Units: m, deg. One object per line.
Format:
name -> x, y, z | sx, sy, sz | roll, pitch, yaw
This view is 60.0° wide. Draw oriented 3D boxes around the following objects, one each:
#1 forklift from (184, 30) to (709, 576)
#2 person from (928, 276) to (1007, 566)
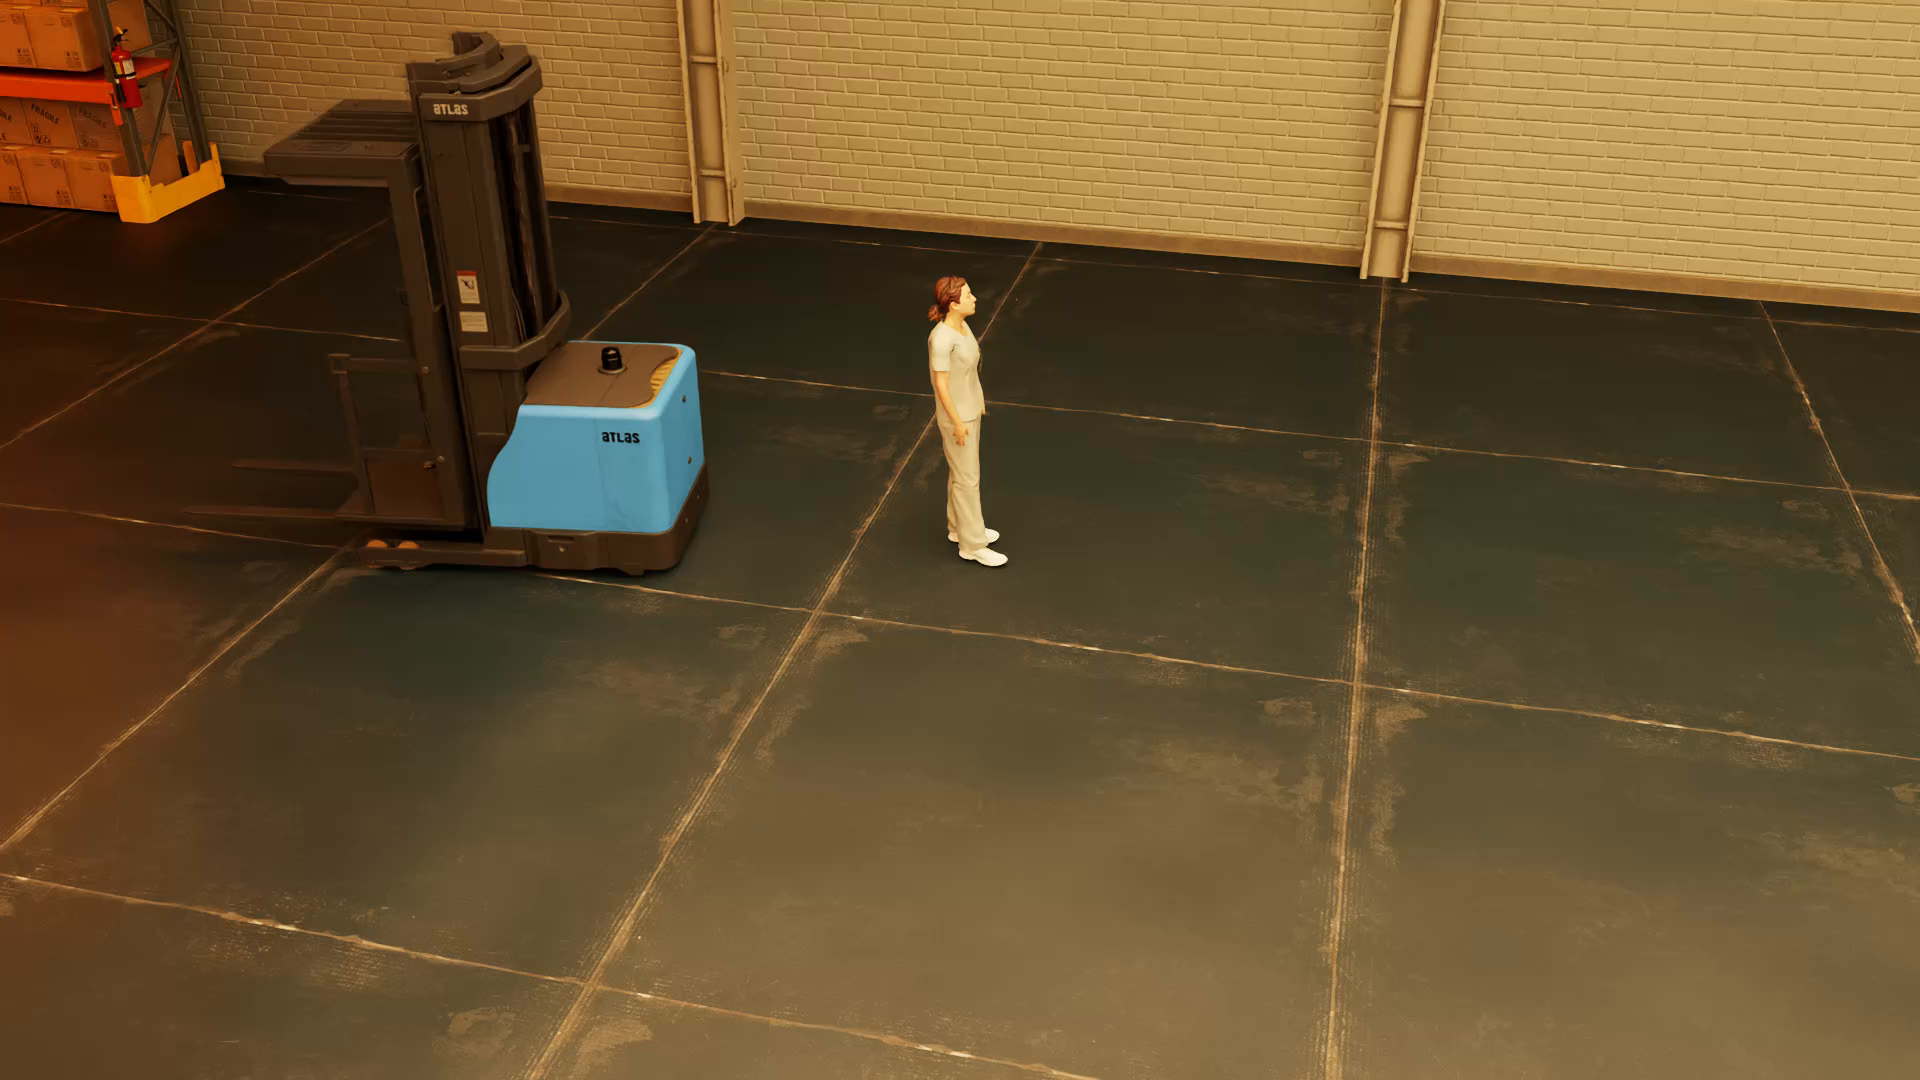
forklift -> -3.129, -1.353, 9.558 | 3.031, 2.935, 1.130 | 2, 30, 4
person -> 0.068, -0.720, 9.700 | 0.549, 1.675, 0.550 | 7, 30, 12
